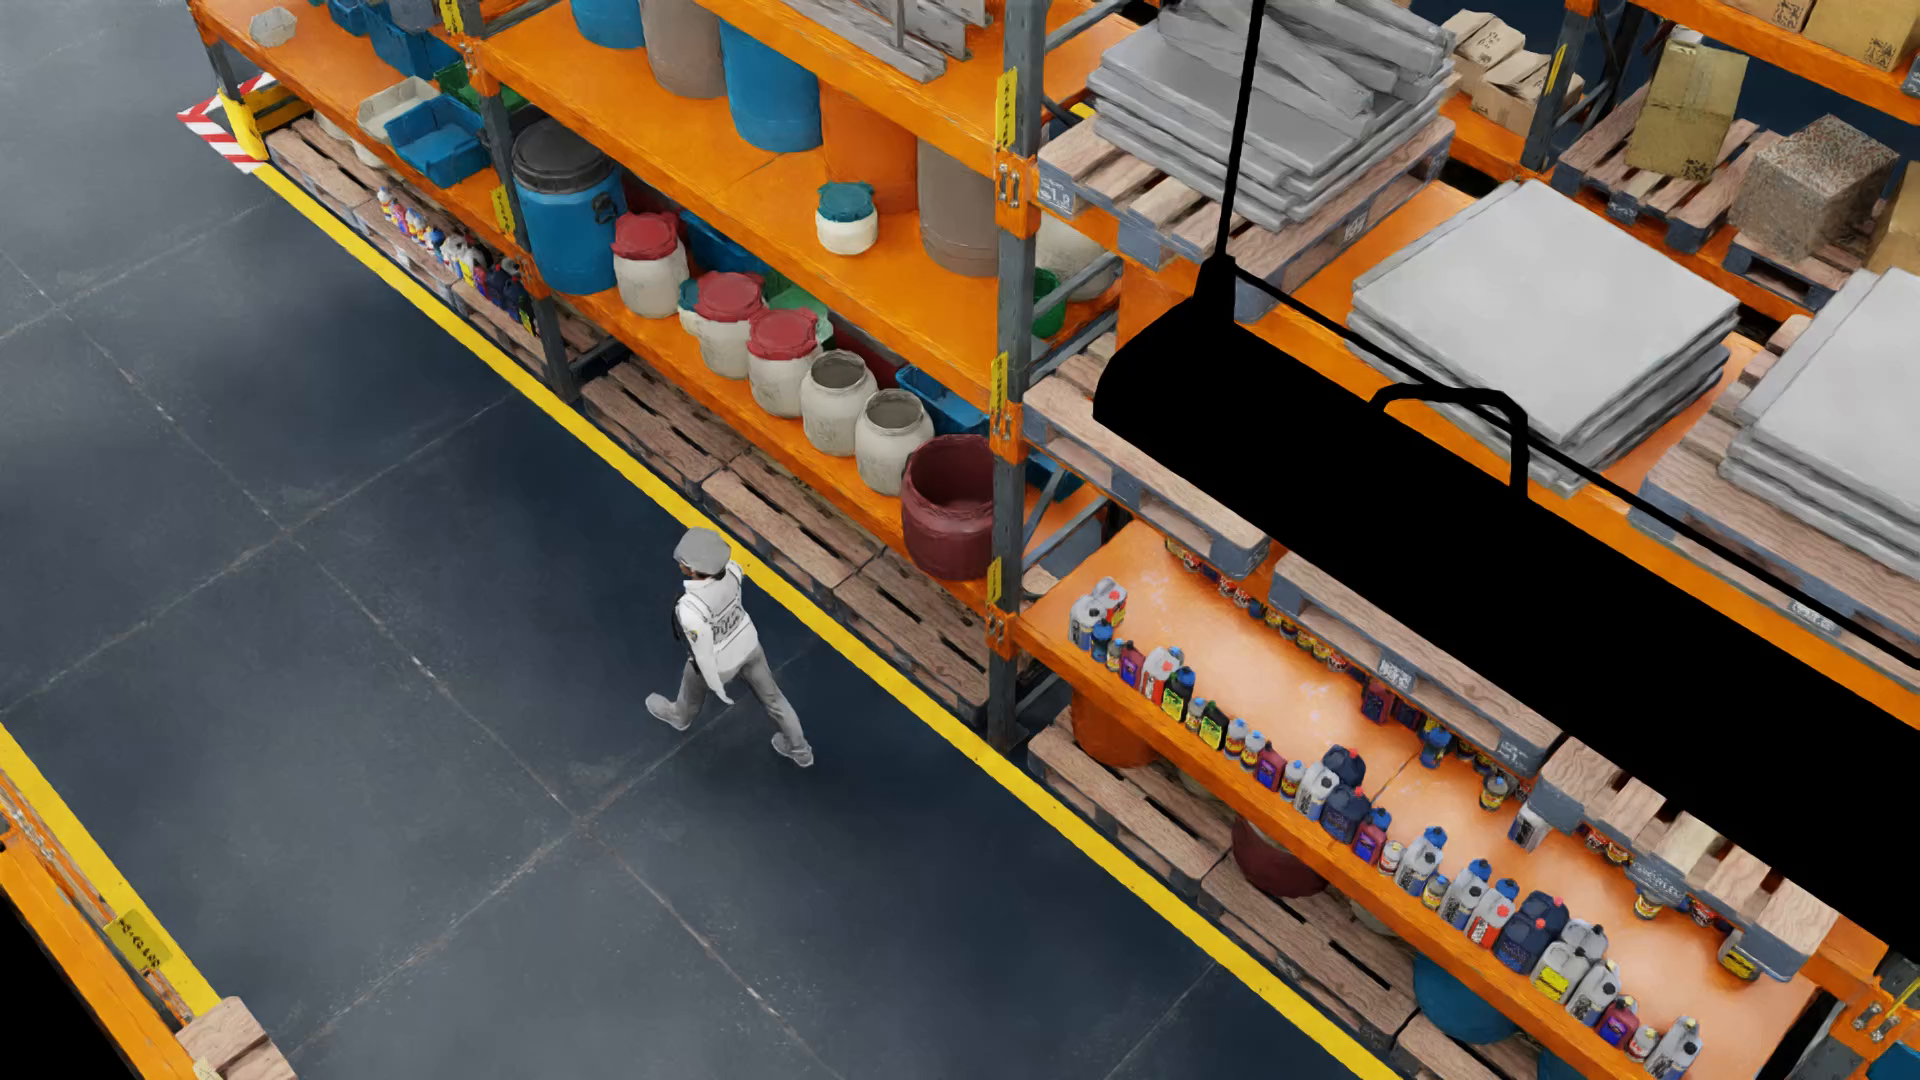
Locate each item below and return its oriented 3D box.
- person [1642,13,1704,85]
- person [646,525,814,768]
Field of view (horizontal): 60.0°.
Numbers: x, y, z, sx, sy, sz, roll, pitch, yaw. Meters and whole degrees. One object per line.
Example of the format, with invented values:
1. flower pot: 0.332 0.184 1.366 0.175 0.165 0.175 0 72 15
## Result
1. person: 5.395 -3.786 12.512 0.531 1.629 0.592 34 58 25
2. person: -1.236 0.524 8.510 0.994 1.619 0.483 29 56 22
